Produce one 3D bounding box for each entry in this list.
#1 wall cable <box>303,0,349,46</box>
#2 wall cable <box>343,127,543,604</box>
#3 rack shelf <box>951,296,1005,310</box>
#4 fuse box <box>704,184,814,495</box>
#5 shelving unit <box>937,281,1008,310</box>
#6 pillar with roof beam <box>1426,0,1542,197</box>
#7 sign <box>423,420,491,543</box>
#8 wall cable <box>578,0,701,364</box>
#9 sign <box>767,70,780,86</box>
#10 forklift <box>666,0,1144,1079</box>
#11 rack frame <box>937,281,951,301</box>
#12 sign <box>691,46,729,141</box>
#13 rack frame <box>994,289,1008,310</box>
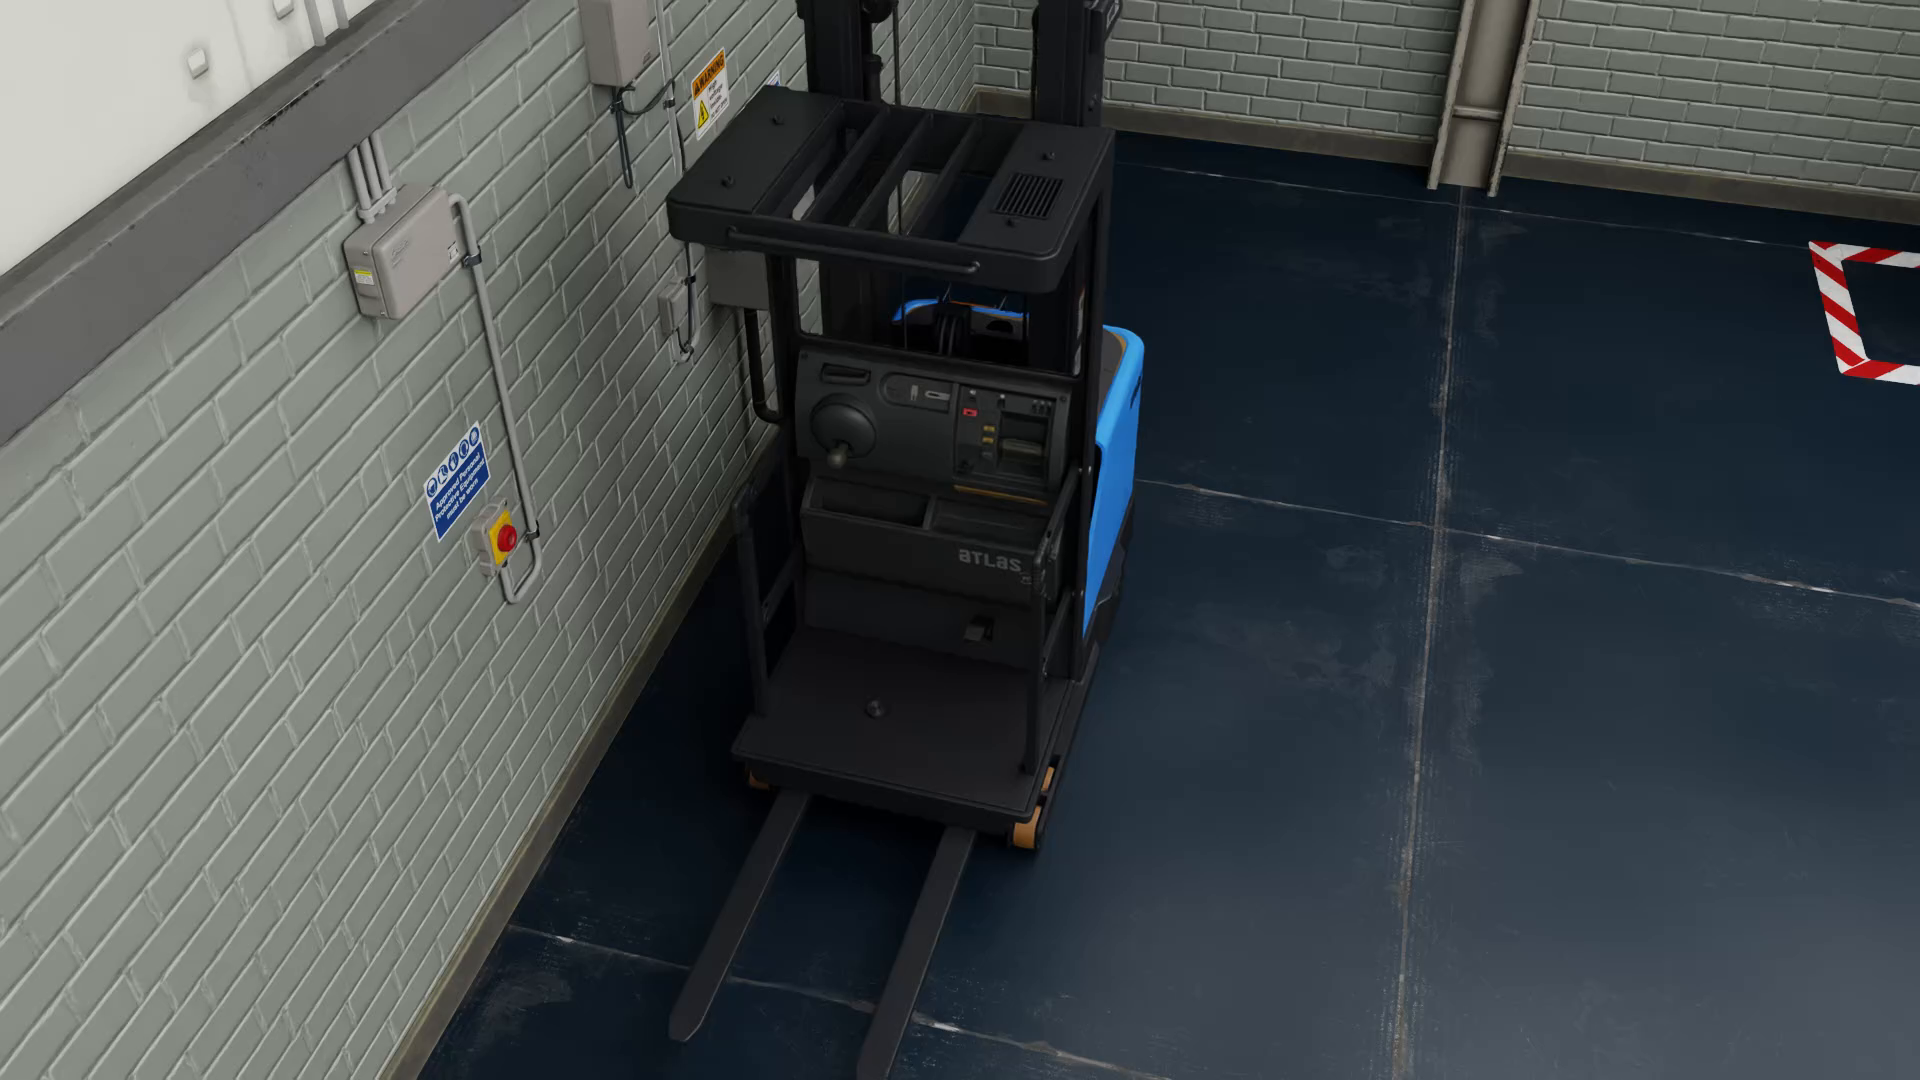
[{"bbox_3d":[-1.526,-2.236,2.915,0.029,3.000,0.463,10,41,11],"label":"wall cable"},{"bbox_3d":[-1.412,-0.492,4.689,0.123,1.953,0.585,10,41,11],"label":"wall cable"},{"bbox_3d":[0.051,-0.850,7.021,0.240,0.259,0.215,10,41,12],"label":"rack shelf"},{"bbox_3d":[-0.728,-0.879,6.966,0.414,1.711,0.539,10,41,11],"label":"fuse box"},{"bbox_3d":[0.051,-0.641,7.197,0.252,1.050,0.215,10,41,12],"label":"shelving unit"},{"bbox_3d":[1.836,-2.884,3.686,0.400,9.000,9.100,10,41,11],"label":"pillar with roof beam"},{"bbox_3d":[-1.483,-0.175,4.916,0.001,0.218,0.327,10,41,11],"label":"sign"},{"bbox_3d":[-1.056,-1.363,5.751,0.122,1.984,0.588,10,41,11],"label":"wall cable"},{"bbox_3d":[-0.800,-1.677,6.988,0.001,0.494,0.329,10,41,11],"label":"sign"},{"bbox_3d":[-0.156,-0.305,5.334,1.130,2.935,3.031,10,41,12],"label":"forklift"},{"bbox_3d":[-0.067,-0.661,7.221,0.008,1.050,0.200,10,41,12],"label":"rack frame"},{"bbox_3d":[-0.942,-1.688,6.286,0.001,0.242,0.339,10,41,11],"label":"sign"},{"bbox_3d":[0.169,-0.620,7.172,0.008,1.050,0.200,10,41,12],"label":"rack frame"}]
